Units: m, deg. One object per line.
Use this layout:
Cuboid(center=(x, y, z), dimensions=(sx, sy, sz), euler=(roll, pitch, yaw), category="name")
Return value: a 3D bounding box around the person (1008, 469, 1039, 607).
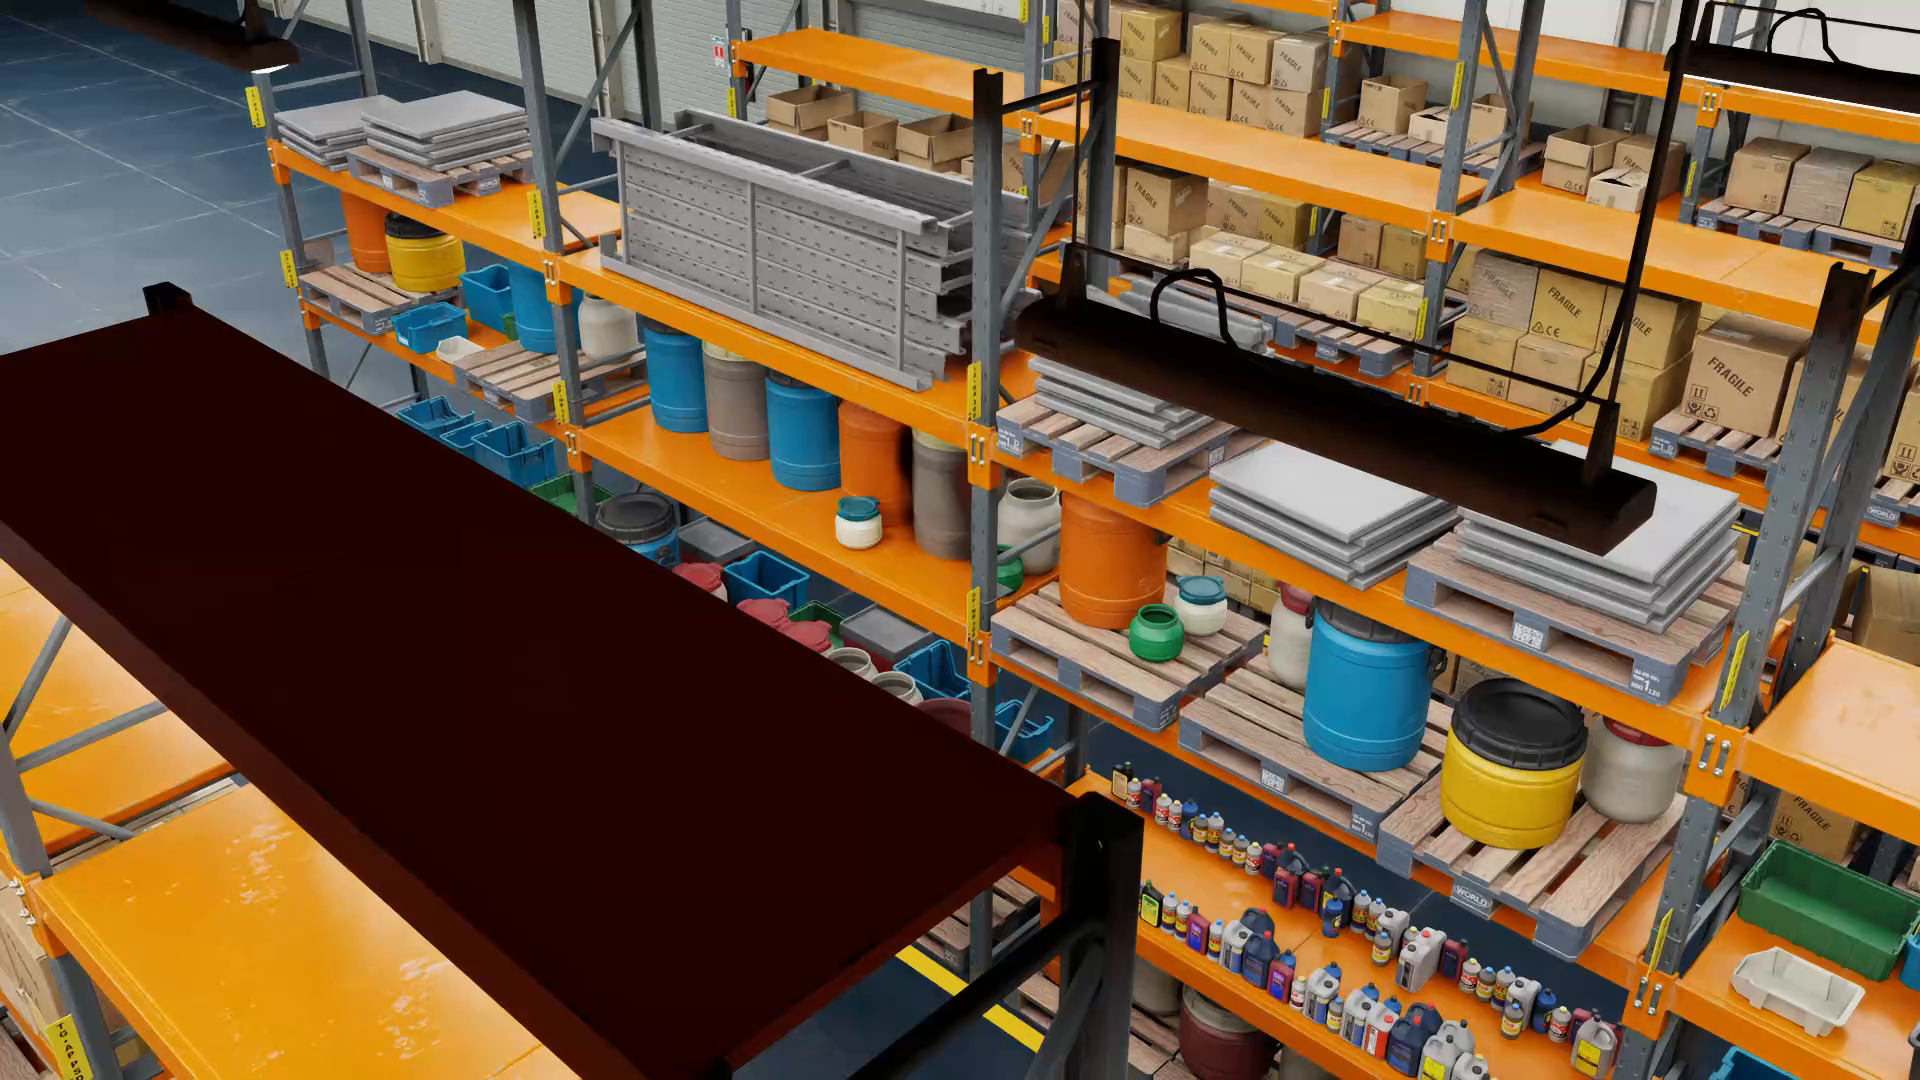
Cuboid(center=(0.521, 0.035, 14.333), dimensions=(0.582, 1.754, 0.603), euler=(-5, 30, -8), category="person")
